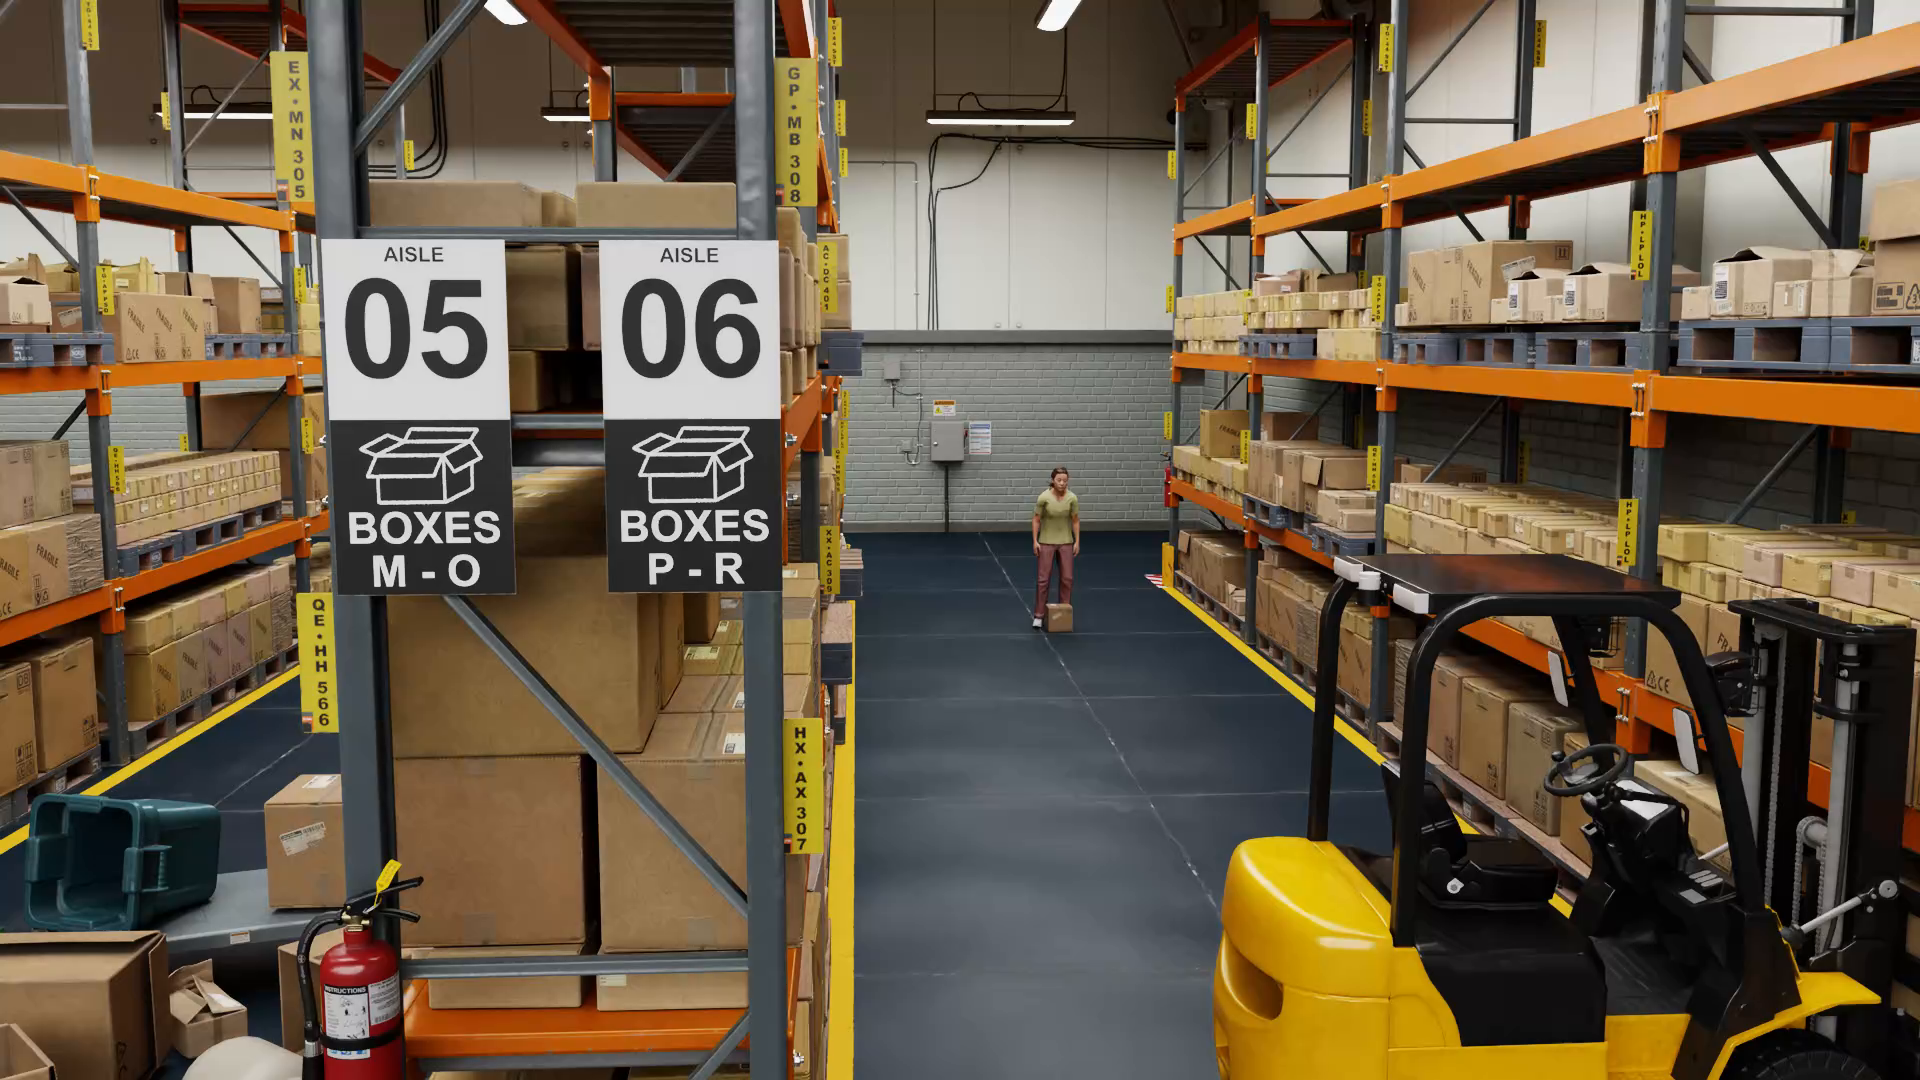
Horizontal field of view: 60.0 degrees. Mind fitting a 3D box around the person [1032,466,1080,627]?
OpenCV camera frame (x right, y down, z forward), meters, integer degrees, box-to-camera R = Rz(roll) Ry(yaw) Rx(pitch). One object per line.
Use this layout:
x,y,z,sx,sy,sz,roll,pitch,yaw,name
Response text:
0.998,0.062,17.250,0.518,1.671,0.365,-1,7,-7,person
